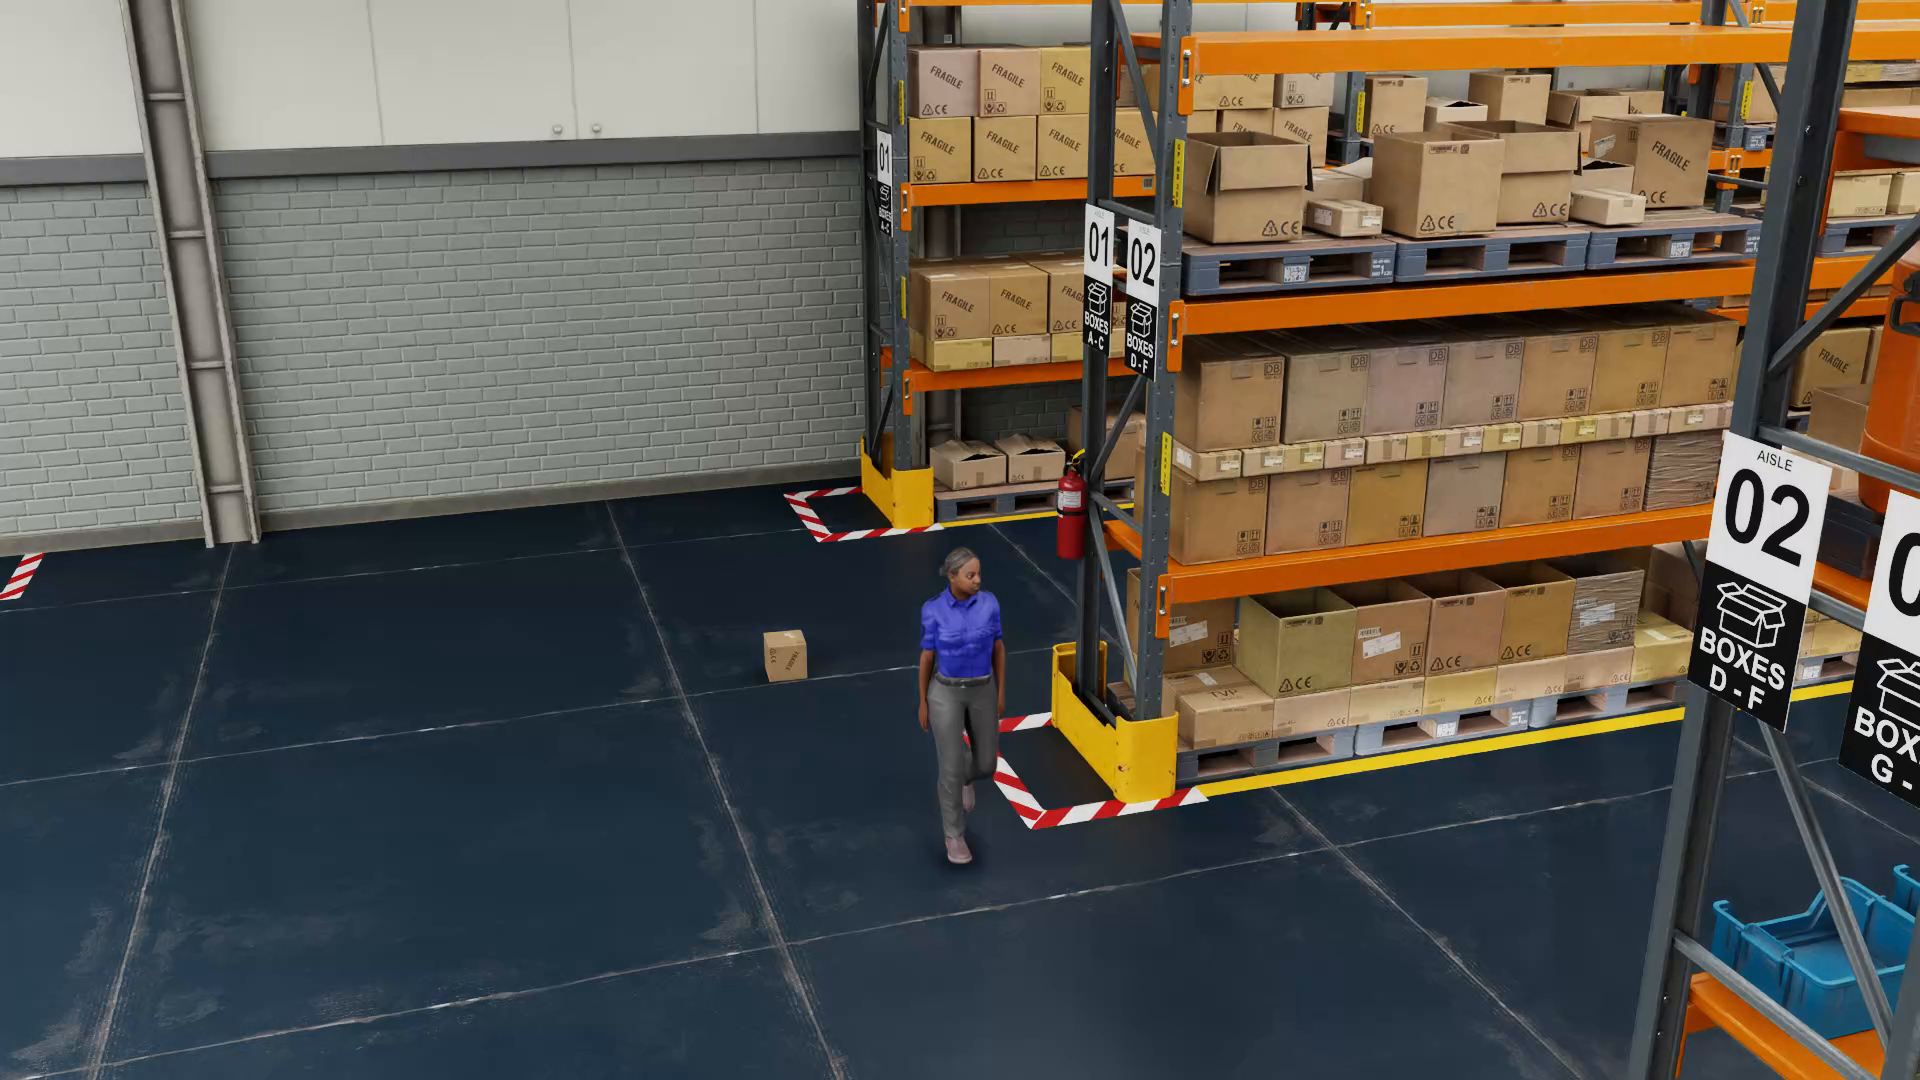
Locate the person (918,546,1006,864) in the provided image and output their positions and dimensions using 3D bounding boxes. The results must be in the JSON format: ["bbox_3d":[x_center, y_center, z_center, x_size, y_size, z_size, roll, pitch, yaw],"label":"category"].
[{"bbox_3d":[0.012,0.810,8.710,0.471,1.631,0.720,-5,20,-13],"label":"person"}]
